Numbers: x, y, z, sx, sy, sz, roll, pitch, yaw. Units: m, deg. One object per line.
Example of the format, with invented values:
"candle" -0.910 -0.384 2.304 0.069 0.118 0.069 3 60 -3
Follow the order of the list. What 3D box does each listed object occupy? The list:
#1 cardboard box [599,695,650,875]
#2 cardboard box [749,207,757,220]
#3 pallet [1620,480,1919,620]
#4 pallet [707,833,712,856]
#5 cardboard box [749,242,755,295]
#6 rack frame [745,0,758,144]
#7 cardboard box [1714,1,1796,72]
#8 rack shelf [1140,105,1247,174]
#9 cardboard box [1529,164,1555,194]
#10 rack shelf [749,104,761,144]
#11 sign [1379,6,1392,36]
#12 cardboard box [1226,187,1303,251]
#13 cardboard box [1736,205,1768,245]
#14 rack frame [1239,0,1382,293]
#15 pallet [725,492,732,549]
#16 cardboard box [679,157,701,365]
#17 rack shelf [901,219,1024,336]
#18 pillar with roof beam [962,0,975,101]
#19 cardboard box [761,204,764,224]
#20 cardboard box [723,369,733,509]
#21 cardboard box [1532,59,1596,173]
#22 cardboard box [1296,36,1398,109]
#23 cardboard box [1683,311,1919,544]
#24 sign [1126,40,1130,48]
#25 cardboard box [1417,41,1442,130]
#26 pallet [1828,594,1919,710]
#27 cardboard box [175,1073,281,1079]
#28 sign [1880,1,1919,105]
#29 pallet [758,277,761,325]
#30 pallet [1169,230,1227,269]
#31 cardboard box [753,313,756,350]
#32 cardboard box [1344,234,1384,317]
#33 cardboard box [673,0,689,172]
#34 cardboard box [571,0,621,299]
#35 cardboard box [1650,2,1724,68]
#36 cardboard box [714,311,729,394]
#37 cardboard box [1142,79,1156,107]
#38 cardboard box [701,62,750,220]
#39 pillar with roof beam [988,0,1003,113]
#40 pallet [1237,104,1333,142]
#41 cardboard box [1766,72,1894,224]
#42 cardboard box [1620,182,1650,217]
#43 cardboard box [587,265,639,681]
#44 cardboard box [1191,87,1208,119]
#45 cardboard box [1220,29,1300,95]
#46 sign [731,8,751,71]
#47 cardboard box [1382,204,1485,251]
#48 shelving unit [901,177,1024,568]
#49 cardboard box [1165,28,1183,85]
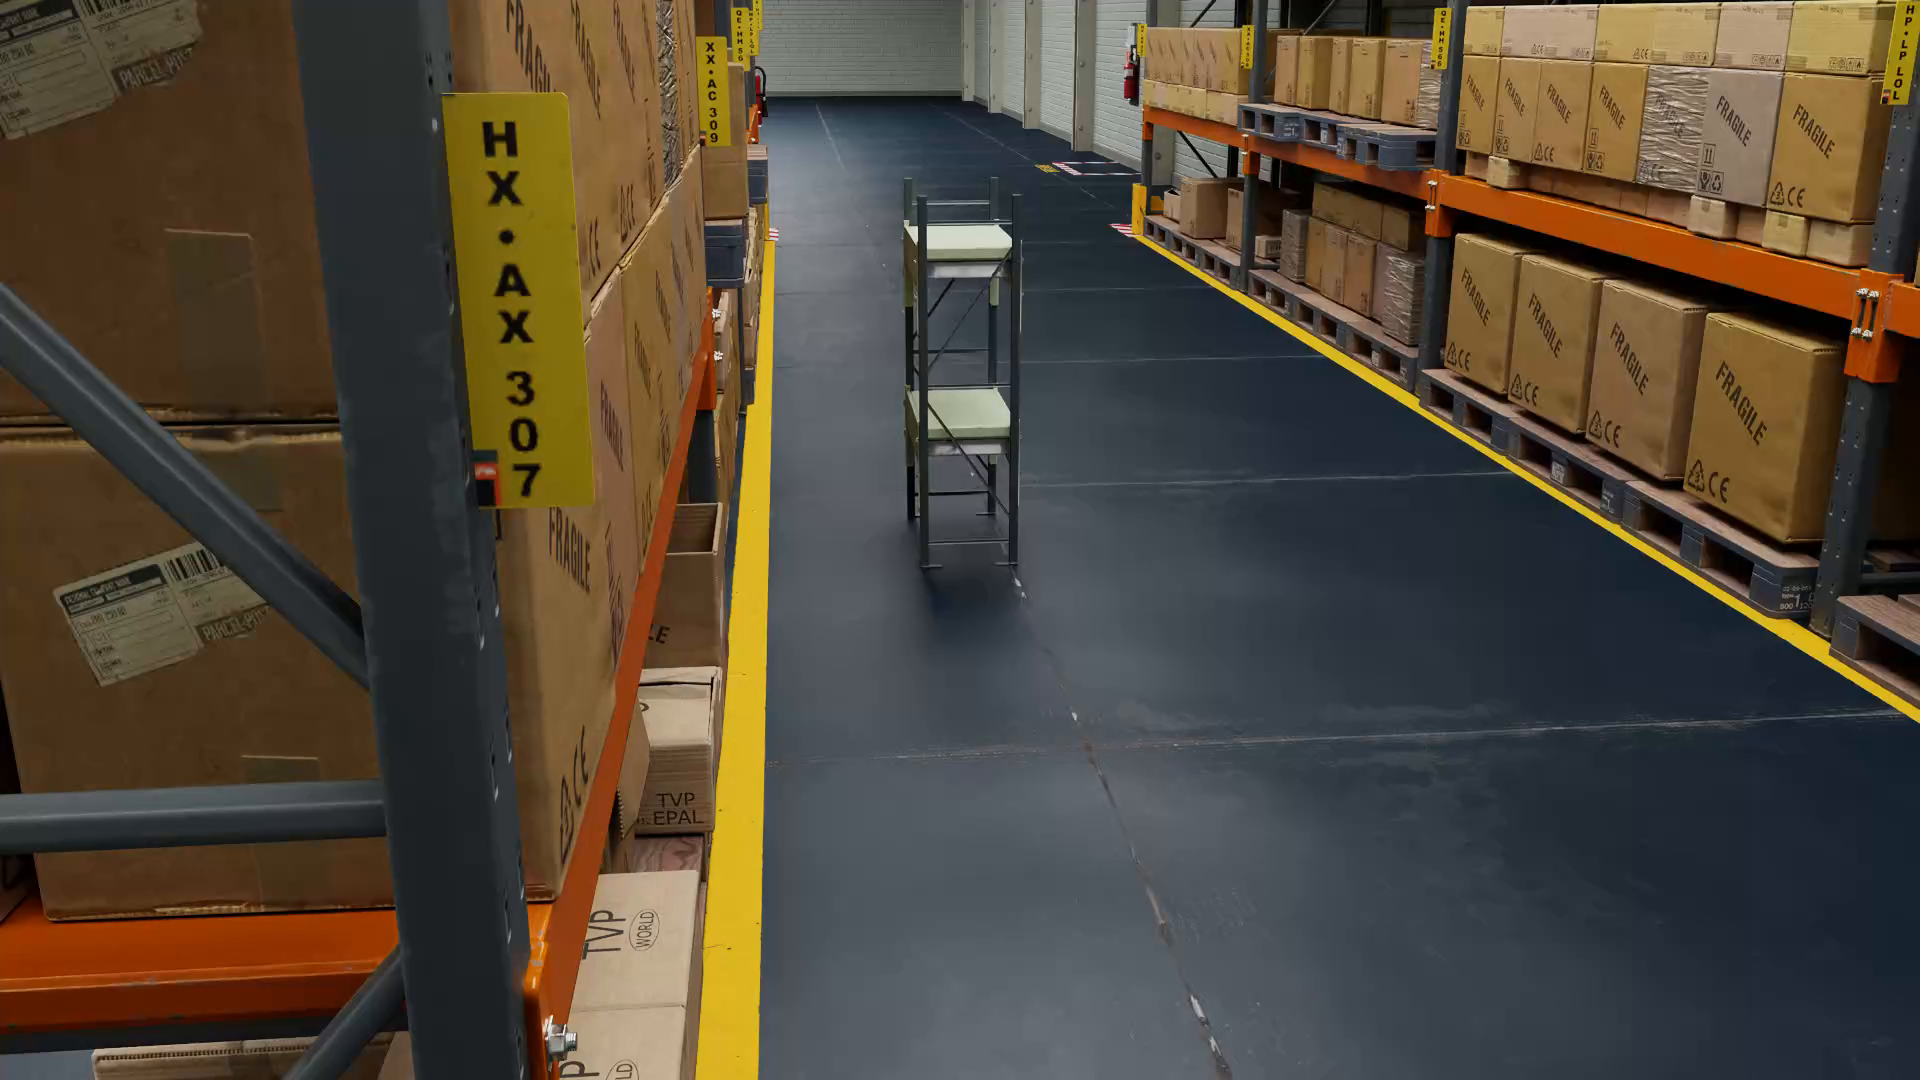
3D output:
"cardboard box" -1.101 0.596 3.703 0.797 0.503 0.637 -2 18 -6
"cardboard box" -1.798 -2.372 12.678 0.500 0.311 0.500 -2 18 -6
"pallet" 3.472 0.004 6.811 1.003 0.211 1.213 -2 18 -6
"pallet" -1.230 0.591 4.943 1.003 0.211 1.213 -2 18 -6
"cardboard box" -1.587 -1.765 10.746 0.500 0.311 0.500 -2 18 -7
"rack frame" -2.538 -4.519 16.565 1.000 3.000 0.127 -2 18 -6
"cardboard box" 3.281 -1.939 6.397 0.500 0.250 0.500 -1 17 -4
"rack shelf" 2.595 -3.735 15.266 1.077 0.370 4.000 -2 18 -6
"cardboard box" 3.127 -1.846 8.436 0.380 0.149 0.250 -2 18 -6
"rack shelf" -2.331 -3.580 14.775 1.077 0.370 4.000 -2 18 -6
"sign" 3.353 -4.053 13.145 0.100 0.325 0.005 -2 18 -6
"cardboard box" 2.655 -2.807 14.550 0.500 0.500 0.500 -3 18 -10
"cardboard box" 3.279 -1.233 6.483 0.380 0.149 0.250 -1 17 -4
"rack frame" 2.802 -3.482 13.260 1.000 3.000 0.127 -2 18 -6
"pallet" -1.551 -0.219 7.523 1.003 0.211 1.213 -2 18 -6
"cardboard box" -0.939 -0.697 4.224 0.500 0.500 0.500 -1 17 -4
"rack shelf" -0.001 -1.090 6.842 0.431 0.370 0.720 -2 18 -6
"pillar with roof beam" -4.055 -16.159 43.624 9.100 9.000 0.400 -2 18 -6
"cardboard box" -1.965 -3.020 14.425 0.500 0.500 0.500 -2 18 -6
"cardboard box" -1.218 -0.421 6.949 0.500 0.500 0.500 -2 17 -5
"cardboard box" 3.105 -2.032 7.946 0.500 0.500 0.500 -2 18 -6
"cardboard box" 2.871 -3.420 12.162 0.700 0.500 0.500 0 17 0
"cardboard box" 3.430 -0.463 6.531 0.750 0.750 0.750 -2 17 -5
"sign" 2.523 -7.453 24.965 0.001 0.109 0.331 -2 18 -6
"cardboard box" 3.156 -2.687 9.828 0.700 0.500 0.500 -4 18 -12
"pallet" 3.627 0.461 5.356 1.003 0.211 1.213 -2 18 -6
"cardboard box" -1.189 1.076 2.181 0.500 0.500 0.500 -2 18 -6
"sign" 3.088 -1.593 5.444 0.100 0.325 0.005 -2 18 -6
"pallet" -2.010 -1.779 12.491 1.003 0.211 1.213 -2 18 -6
"pallet" 2.568 -2.715 15.472 1.003 0.211 1.213 -2 18 -6
"cardboard box" -1.527 -1.339 10.325 0.500 0.250 0.500 -2 18 -7
"cardboard box" 3.071 -1.825 11.420 0.700 0.500 0.500 -2 18 -6
"cardboard box" -0.935 -1.174 4.072 0.500 0.500 0.500 -2 18 -7
"cardboard box" -0.732 -0.573 2.159 0.500 0.500 0.500 -2 18 -5
"cardboard box" 3.228 -2.091 6.881 0.500 0.250 0.500 -1 17 -5
"cardboard box" -1.211 -0.769 6.805 0.500 0.250 0.500 -2 18 -6
"cardboard box" 2.124 -4.456 16.581 0.500 0.250 0.500 -2 18 -7
"cardboard box" -1.126 -1.340 5.571 0.700 0.500 0.500 -8 19 -24
"pillar with roof beam" -3.436 -14.371 37.930 9.100 9.000 0.400 -2 18 -6
"pallet" 2.736 -3.158 12.549 1.003 0.211 1.213 -2 18 -6
"cardboard box" 3.329 -1.427 6.019 0.500 0.500 0.500 -2 18 -7
"cardboard box" 3.207 -1.539 7.459 0.380 0.149 0.250 -1 17 -4
"cardboard box" -0.729 -0.094 2.302 0.500 0.500 0.500 -2 18 -6
"cardboard box" 2.341 -3.850 14.649 0.500 0.250 0.500 -2 18 -6
"cardboard box" 2.445 -3.909 13.585 0.500 0.500 0.500 -2 18 -6
"sign" -1.174 -2.670 8.874 0.100 0.325 0.005 -2 18 -6
"cardboard box" 3.092 -2.050 10.885 0.500 0.250 0.500 -1 17 -5
"shelving unit" -0.001 -0.718 6.959 0.431 1.500 0.755 -2 18 -6
"cardboard box" 2.228 -4.516 15.520 0.500 0.500 0.500 -2 18 -7
